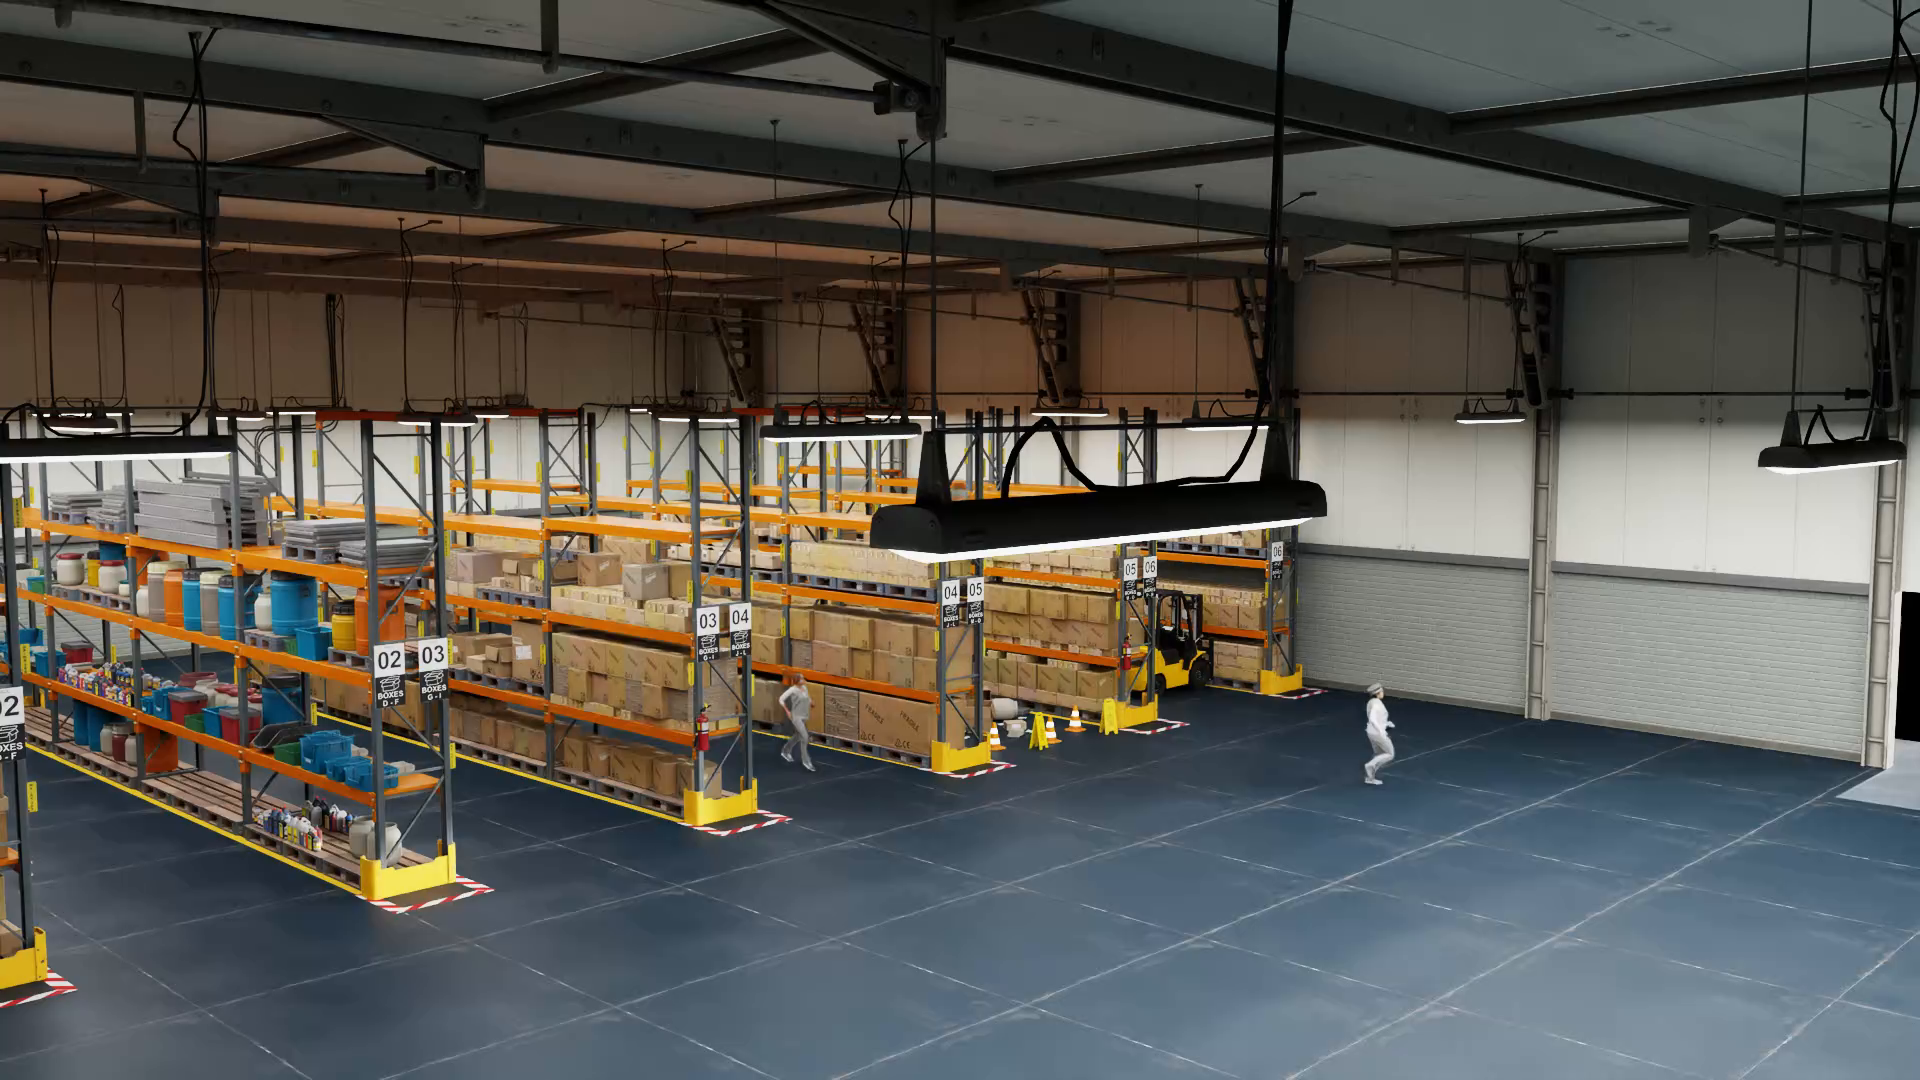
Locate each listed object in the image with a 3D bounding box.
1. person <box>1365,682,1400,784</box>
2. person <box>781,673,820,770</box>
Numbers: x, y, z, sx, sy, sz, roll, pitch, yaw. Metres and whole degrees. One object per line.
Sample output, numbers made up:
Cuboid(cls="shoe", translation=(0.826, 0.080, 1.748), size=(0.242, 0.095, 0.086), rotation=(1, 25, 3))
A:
Cuboid(cls="person", translation=(6.839, 3.119, 26.869), size=(0.562, 1.657, 0.599), rotation=(0, 5, -5))
Cuboid(cls="person", translation=(-2.682, 3.032, 28.014), size=(0.852, 1.607, 0.527), rotation=(3, 6, 31))
